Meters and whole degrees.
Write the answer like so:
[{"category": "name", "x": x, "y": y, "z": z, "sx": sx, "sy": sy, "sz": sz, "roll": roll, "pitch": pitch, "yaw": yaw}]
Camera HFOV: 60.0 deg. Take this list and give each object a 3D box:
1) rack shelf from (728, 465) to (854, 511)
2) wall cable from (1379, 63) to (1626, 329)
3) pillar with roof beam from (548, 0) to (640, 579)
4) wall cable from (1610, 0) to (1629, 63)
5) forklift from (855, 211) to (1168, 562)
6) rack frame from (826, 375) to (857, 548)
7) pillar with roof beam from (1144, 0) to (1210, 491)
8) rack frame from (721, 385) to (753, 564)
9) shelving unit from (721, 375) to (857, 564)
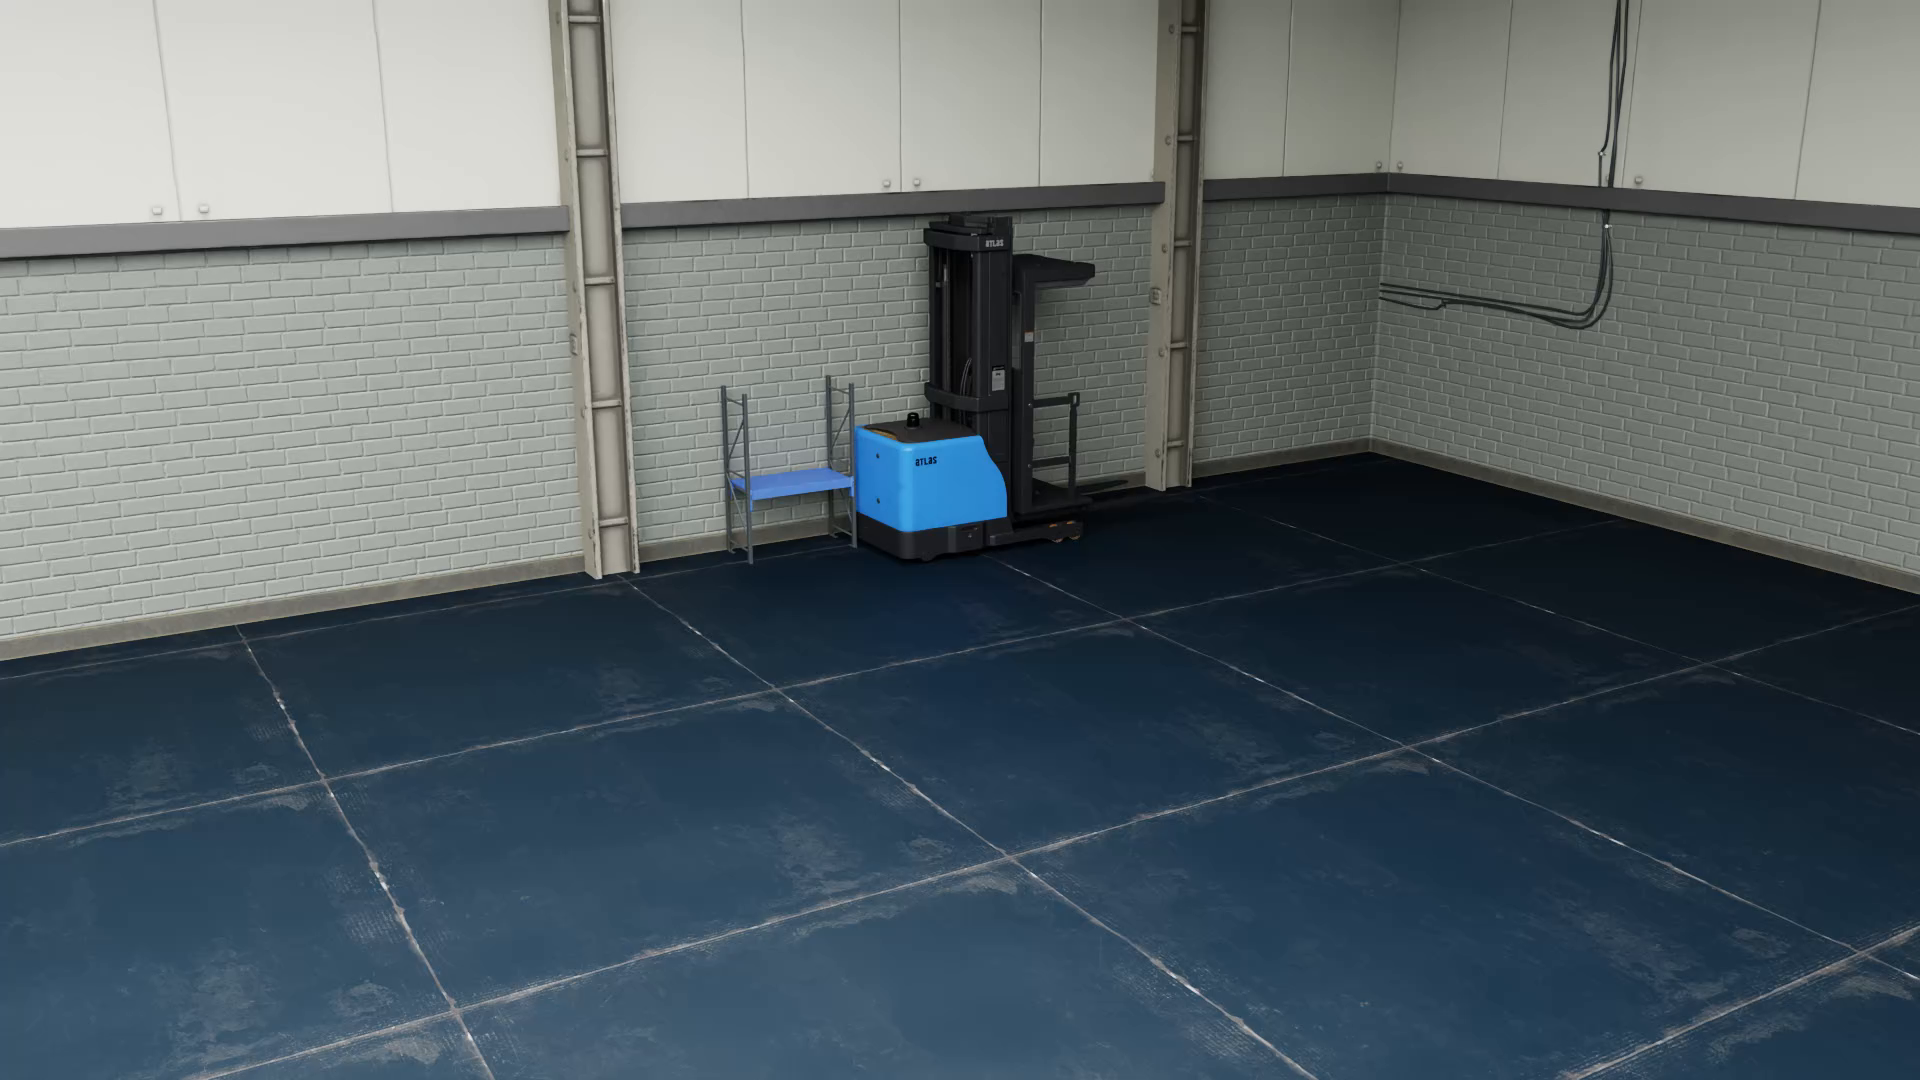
[{"category": "rack shelf", "x": -1.508, "y": -0.468, "z": 14.806, "sx": 1.000, "sy": 0.185, "sz": 0.538, "roll": -9, "pitch": 18, "yaw": -29}, {"category": "wall cable", "x": 5.362, "y": -3.506, "z": 16.838, "sx": 0.112, "sy": 2.526, "sz": 3.097, "roll": -9, "pitch": 18, "yaw": -30}, {"category": "pillar with roof beam", "x": -0.771, "y": -3.068, "z": 9.521, "sx": 0.400, "sy": 9.000, "sz": 9.100, "roll": -9, "pitch": 18, "yaw": -30}, {"category": "wall cable", "x": 6.755, "y": -5.312, "z": 13.924, "sx": 0.112, "sy": 2.526, "sz": 3.097, "roll": -9, "pitch": 18, "yaw": -30}, {"category": "forklift", "x": 0.536, "y": -1.500, "z": 15.172, "sx": 3.031, "sy": 2.935, "sz": 1.130, "roll": -9, "pitch": 18, "yaw": -30}, {"category": "rack frame", "x": -1.071, "y": -0.711, "z": 15.008, "sx": 0.032, "sy": 1.500, "sz": 0.500, "roll": -9, "pitch": 18, "yaw": -29}, {"category": "pillar with roof beam", "x": 4.373, "y": -3.902, "z": 12.496, "sx": 0.400, "sy": 9.000, "sz": 9.100, "roll": -9, "pitch": 18, "yaw": -30}, {"category": "rack frame", "x": -1.946, "y": -0.571, "z": 14.508, "sx": 0.032, "sy": 1.500, "sz": 0.500, "roll": -9, "pitch": 18, "yaw": -29}, {"category": "shelving unit", "x": -1.508, "y": -0.641, "z": 14.758, "sx": 1.048, "sy": 1.500, "sz": 0.538, "roll": -9, "pitch": 18, "yaw": -29}]
